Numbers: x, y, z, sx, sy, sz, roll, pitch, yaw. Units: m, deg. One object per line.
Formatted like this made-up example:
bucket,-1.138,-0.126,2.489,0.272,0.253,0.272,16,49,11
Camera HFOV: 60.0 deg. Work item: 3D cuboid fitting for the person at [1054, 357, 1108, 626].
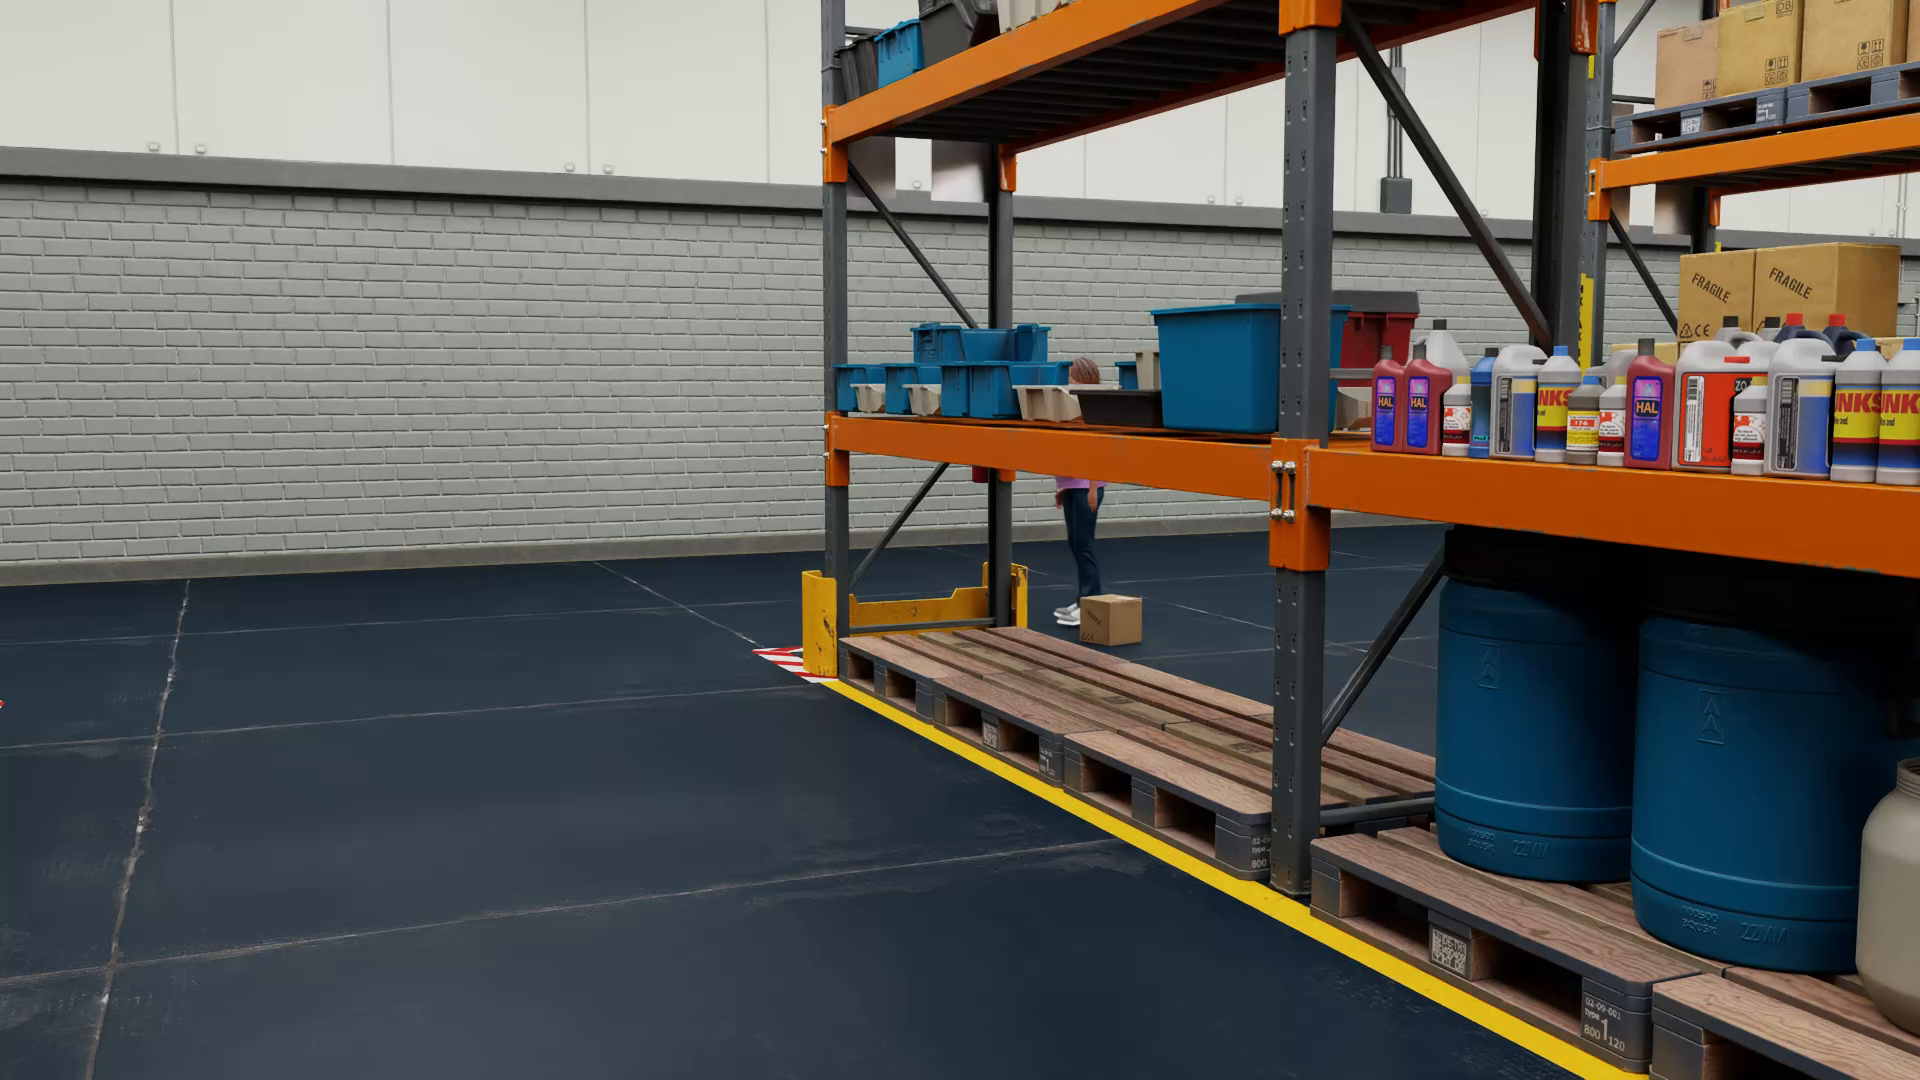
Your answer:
person,0.709,-0.300,10.056,0.342,1.603,0.443,-2,6,-15
